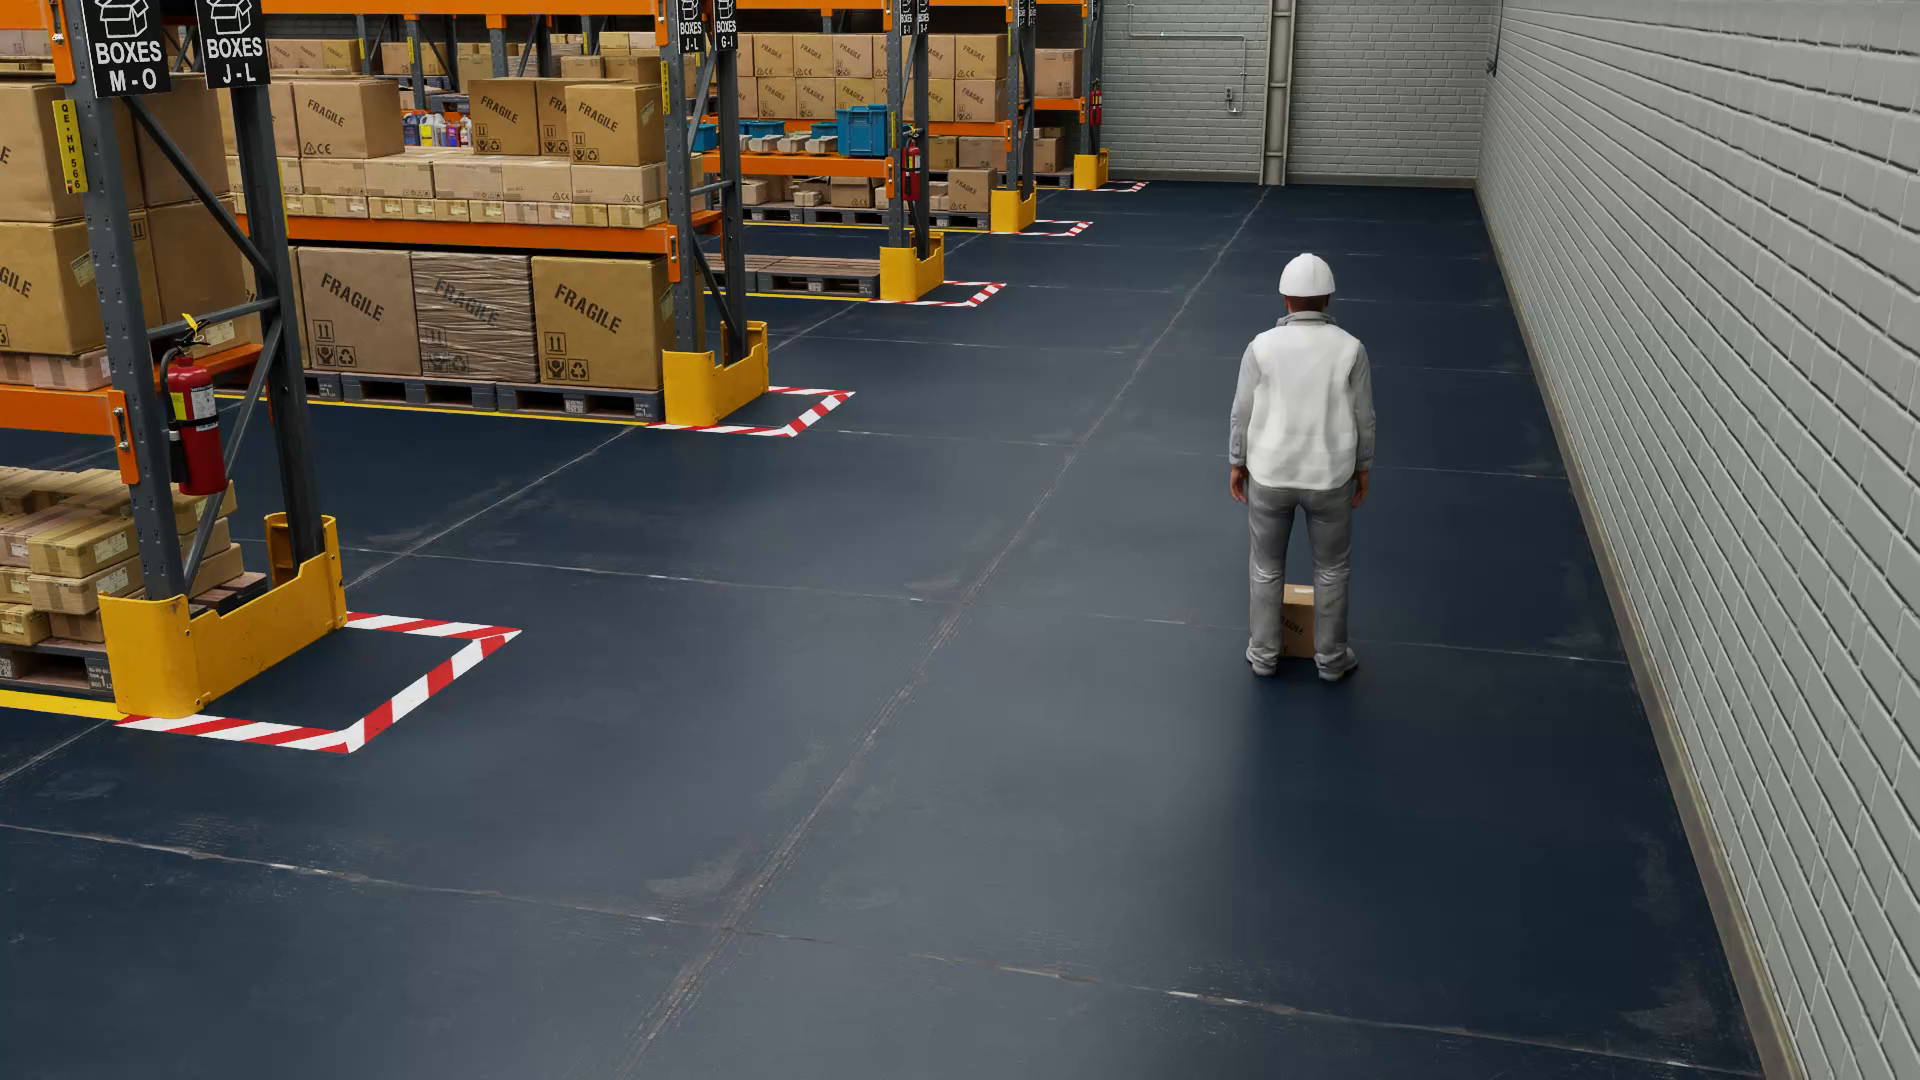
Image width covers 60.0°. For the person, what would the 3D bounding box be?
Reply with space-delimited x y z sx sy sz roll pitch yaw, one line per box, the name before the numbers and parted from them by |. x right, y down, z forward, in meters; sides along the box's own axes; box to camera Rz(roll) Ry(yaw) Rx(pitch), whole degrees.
person | 1.410 -0.288 6.892 0.594 1.773 0.457 4 18 11
